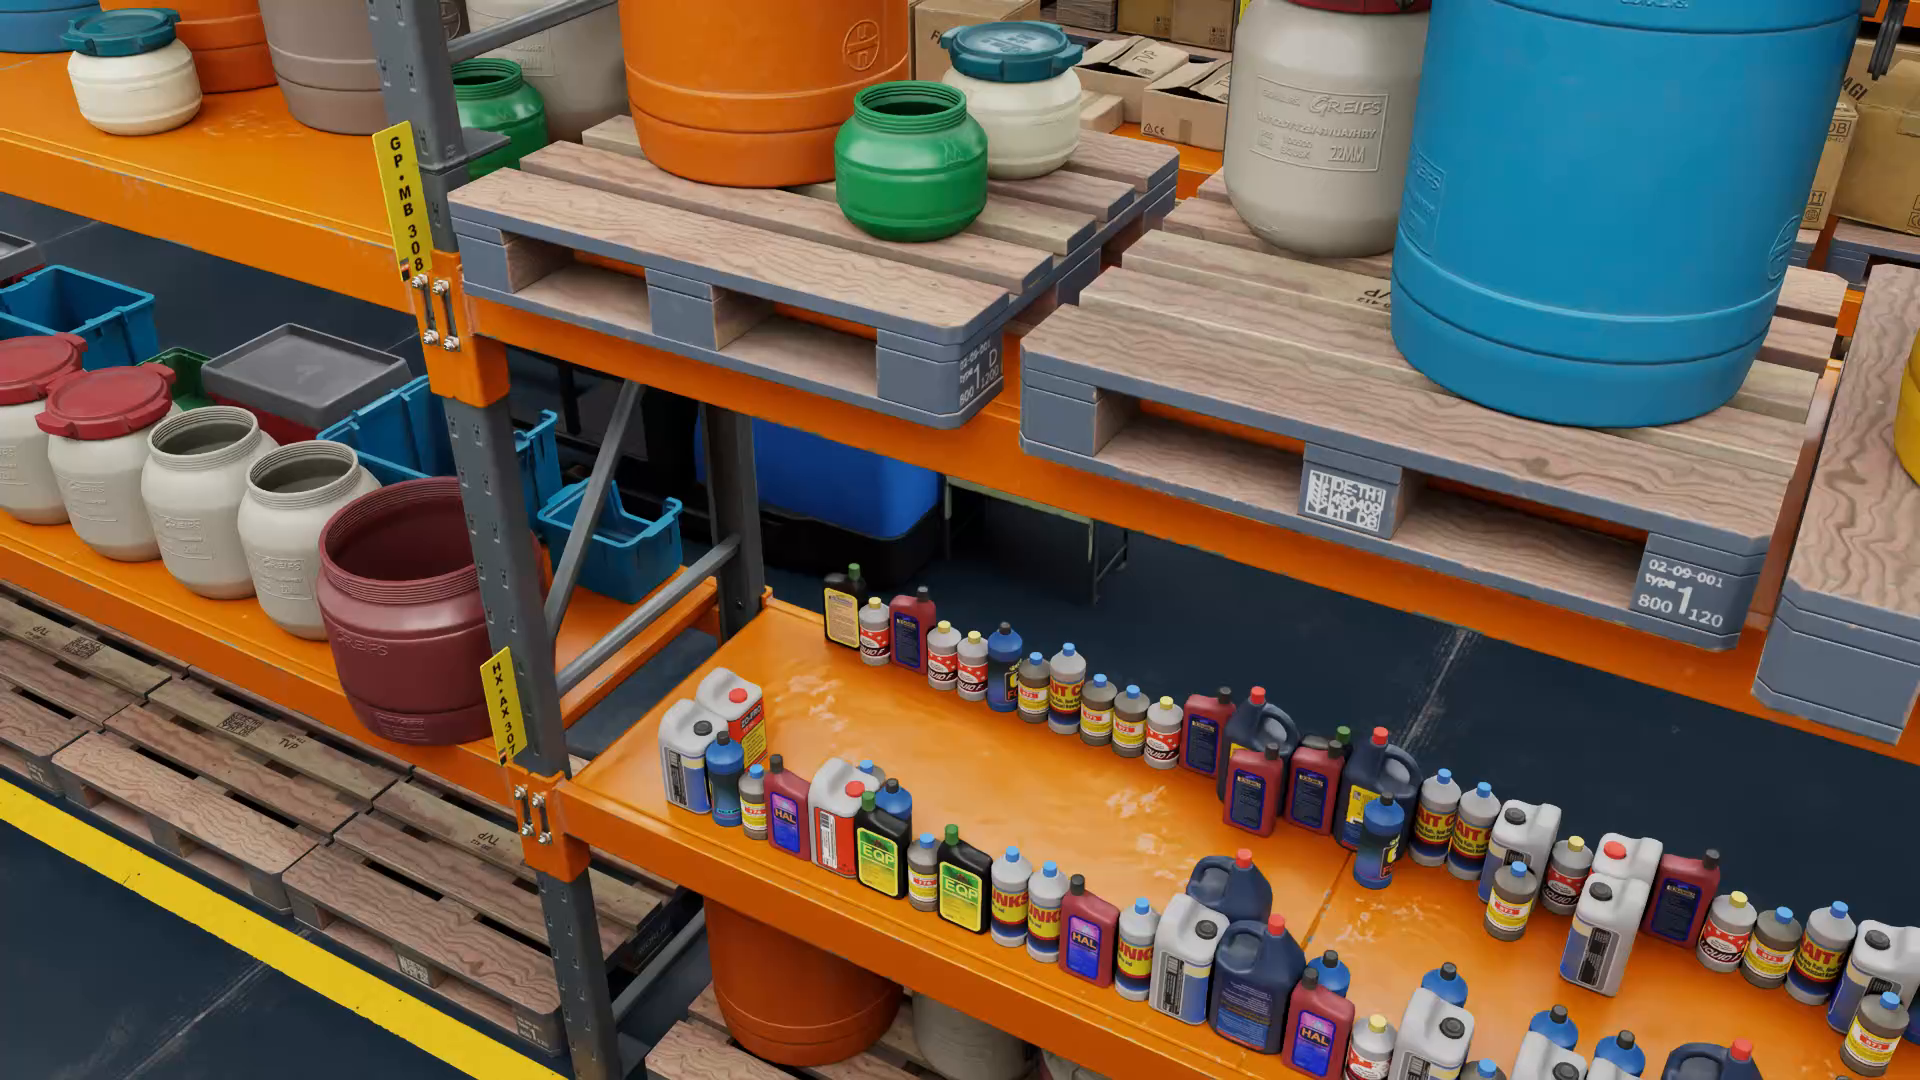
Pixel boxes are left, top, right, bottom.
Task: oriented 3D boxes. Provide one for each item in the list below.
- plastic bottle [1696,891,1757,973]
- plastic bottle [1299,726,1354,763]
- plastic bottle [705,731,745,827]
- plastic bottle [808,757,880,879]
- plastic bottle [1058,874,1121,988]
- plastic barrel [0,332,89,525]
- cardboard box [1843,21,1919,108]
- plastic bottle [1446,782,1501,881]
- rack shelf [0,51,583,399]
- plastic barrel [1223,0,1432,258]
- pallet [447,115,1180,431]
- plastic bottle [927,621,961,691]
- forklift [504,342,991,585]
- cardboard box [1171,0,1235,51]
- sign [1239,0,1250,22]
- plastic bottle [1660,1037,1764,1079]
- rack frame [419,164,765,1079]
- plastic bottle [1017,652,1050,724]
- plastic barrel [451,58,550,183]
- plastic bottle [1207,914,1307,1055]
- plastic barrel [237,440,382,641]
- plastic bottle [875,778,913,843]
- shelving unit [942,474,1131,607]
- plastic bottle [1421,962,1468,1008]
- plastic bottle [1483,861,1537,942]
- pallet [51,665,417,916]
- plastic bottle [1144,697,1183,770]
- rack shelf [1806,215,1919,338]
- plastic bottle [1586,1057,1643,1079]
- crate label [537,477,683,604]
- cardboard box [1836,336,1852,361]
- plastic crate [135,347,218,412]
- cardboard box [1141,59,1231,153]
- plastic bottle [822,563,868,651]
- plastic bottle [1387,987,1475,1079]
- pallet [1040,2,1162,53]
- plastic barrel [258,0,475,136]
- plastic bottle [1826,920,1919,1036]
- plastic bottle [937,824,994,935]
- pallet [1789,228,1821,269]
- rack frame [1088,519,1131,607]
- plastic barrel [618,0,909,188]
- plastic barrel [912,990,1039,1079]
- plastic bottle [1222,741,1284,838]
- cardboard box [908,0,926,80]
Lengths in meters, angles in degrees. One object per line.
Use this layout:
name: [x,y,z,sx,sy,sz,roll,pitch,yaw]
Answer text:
plastic bottle: [1.787,0.902,3.869,0.097,0.201,0.097,0,34,0]
plastic bottle: [0.933,0.585,4.270,0.133,0.283,0.061,18,37,24]
plastic bottle: [-0.597,0.602,4.256,0.097,0.271,0.097,0,34,0]
plastic bottle: [-0.282,0.682,4.131,0.135,0.276,0.152,18,37,24]
plastic bottle: [0.297,0.892,3.810,0.133,0.283,0.061,18,37,24]
plastic barrel: [-3.013,-0.357,5.458,0.433,0.535,0.433,0,34,0]
cardboard box: [6.088,-3.078,11.226,0.750,0.750,0.750,19,38,26]
plastic bottle: [1.269,0.708,4.096,0.097,0.271,0.097,0,34,0]
rack shelf: [-2.635,-1.270,4.894,4.000,0.370,1.077,18,37,24]
plastic barrel: [0.715,-0.836,3.091,0.433,0.535,0.433,0,34,0]
pallet: [-0.283,-0.684,3.534,1.213,0.211,1.003,18,37,24]
plastic bottle: [-0.045,0.322,4.740,0.097,0.201,0.097,0,34,0]
forklift: [-1.353,-1.597,7.504,3.031,2.935,1.130,17,37,24]
cardboard box: [2.088,-4.309,13.373,0.500,0.500,0.700,18,38,25]
sign: [1.290,-2.368,7.555,0.005,0.325,0.100,18,37,24]
plastic bottle: [1.525,1.134,3.385,0.185,0.351,0.144,18,37,24]
rack frame: [-0.899,0.229,4.700,0.127,3.000,1.000,18,37,24]
plastic bottle: [0.209,0.402,4.620,0.097,0.201,0.097,0,34,0]
plastic barrel: [-1.139,-0.998,3.977,0.294,0.245,0.294,0,34,0]
plastic bottle: [0.657,0.951,3.660,0.185,0.351,0.144,18,37,24]
plastic barrel: [-1.898,0.002,4.939,0.421,0.512,0.421,0,34,0]
plastic bottle: [-0.165,0.700,4.109,0.097,0.271,0.097,0,34,0]
shelving unit: [0.346,-0.525,7.185,0.755,1.500,0.431,17,37,24]
plastic bottle: [1.044,1.025,3.621,0.097,0.271,0.097,0,34,0]
plastic bottle: [1.310,0.848,3.950,0.097,0.201,0.097,0,34,0]
pallet: [-2.607,0.822,6.326,1.213,0.211,1.003,18,37,24]
plastic bottle: [0.547,0.509,4.459,0.097,0.201,0.097,0,34,0]
rack shelf: [3.299,-1.304,7.651,4.000,0.370,1.077,18,37,24]
plastic bottle: [1.316,1.189,3.371,0.135,0.276,0.152,18,37,24]
crate label: [-1.079,0.002,5.191,0.416,0.233,0.303,18,37,24]
cardboard box: [4.267,-0.588,7.785,0.500,0.500,0.500,18,38,25]
plastic crate: [-2.720,-0.440,5.895,0.662,0.188,0.450,18,37,24]
cardboard box: [1.268,-2.238,8.484,0.500,0.311,0.500,20,39,27]
plastic bottle: [-0.336,0.183,4.874,0.133,0.283,0.061,18,37,24]
plastic bottle: [0.998,1.088,3.522,0.135,0.276,0.152,18,37,24]
pallet: [1.221,-4.265,13.964,1.213,0.211,1.003,18,37,24]
plastic barrel: [-1.504,-1.559,4.226,0.600,0.901,0.600,0,34,0]
plastic bottle: [2.043,0.969,3.700,0.135,0.276,0.152,18,37,24]
plastic bottle: [0.012,0.802,3.945,0.133,0.283,0.061,18,37,24]
pallet: [3.253,-1.541,7.531,1.213,0.211,1.003,18,37,24]
rack frame: [0.667,-0.428,7.039,0.023,1.500,0.400,17,37,24]
plastic barrel: [-0.408,-1.216,3.397,0.708,0.830,0.600,18,37,24]
plastic barrel: [0.069,1.328,4.915,0.421,0.512,0.421,0,34,0]
plastic bottle: [0.745,0.618,4.221,0.133,0.283,0.061,18,37,24]
cardboard box: [-0.360,-2.794,9.149,0.500,0.500,0.500,18,38,24]
